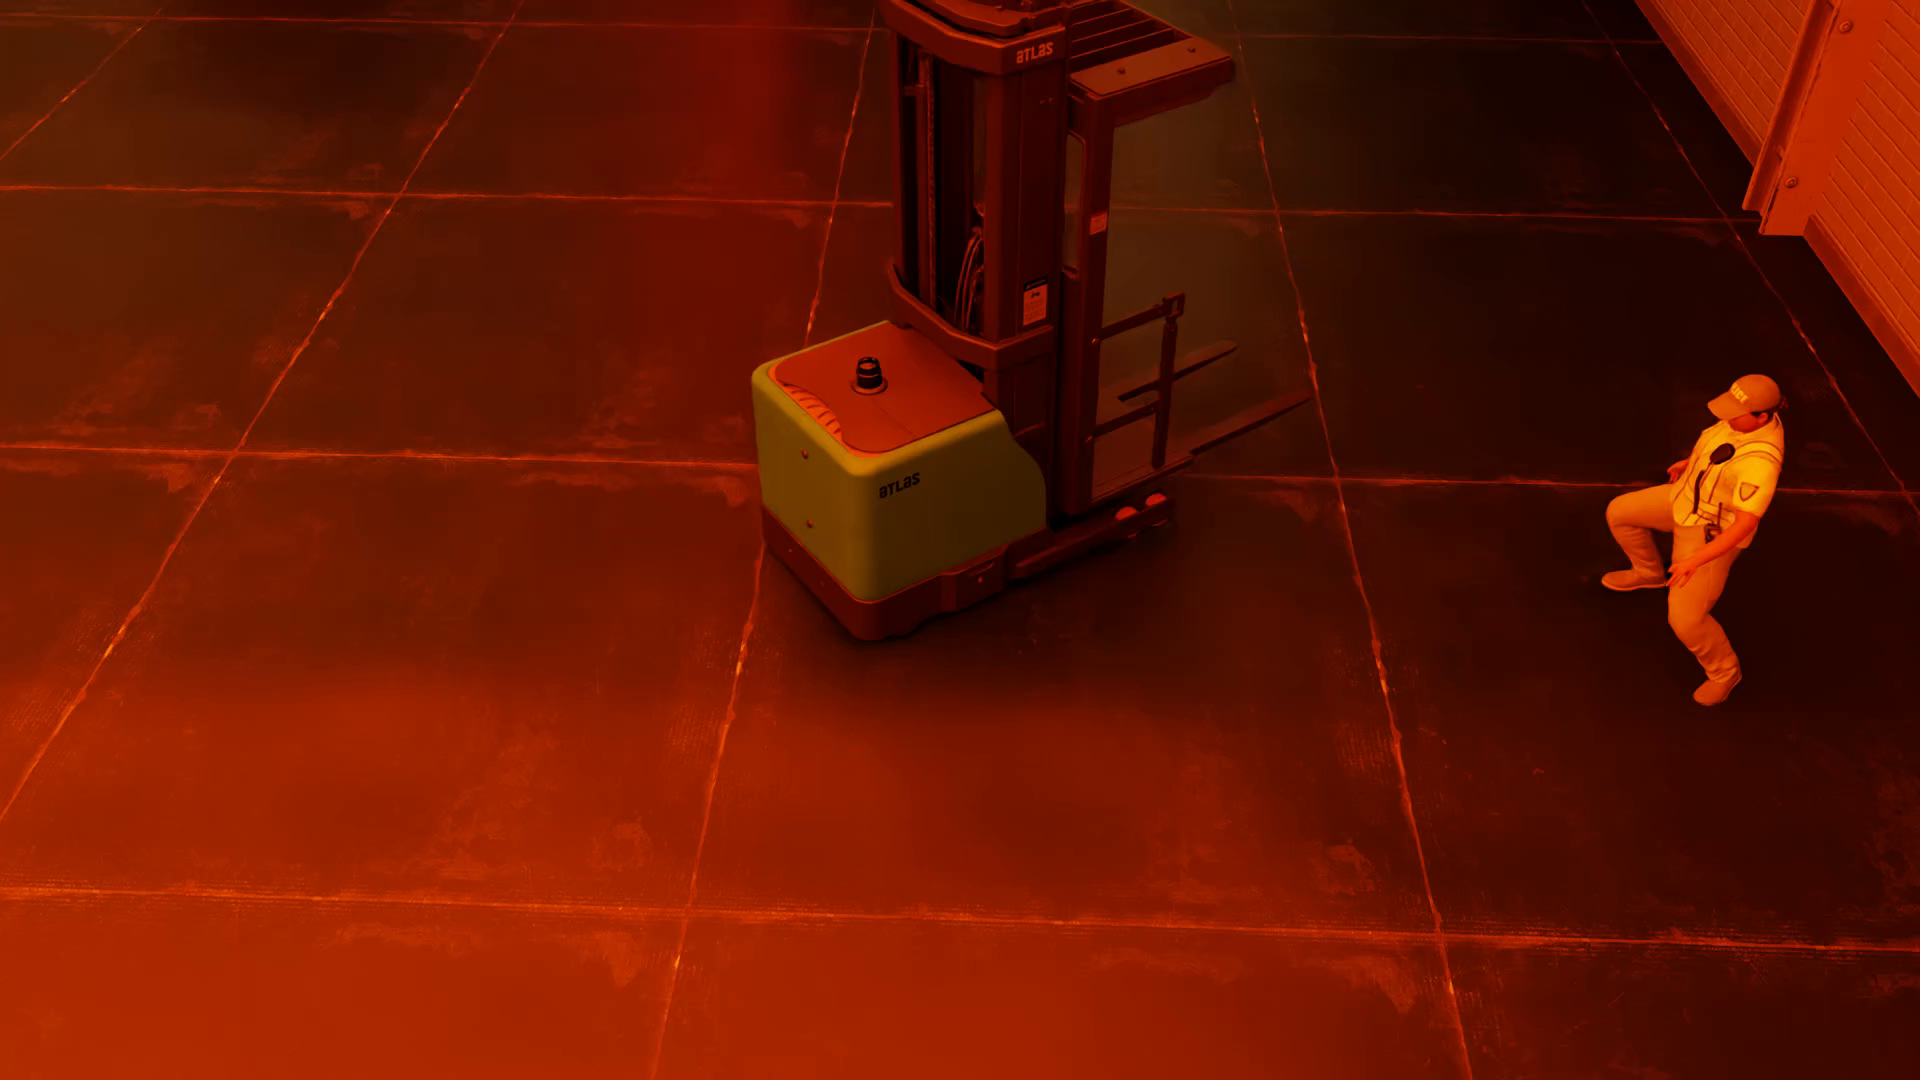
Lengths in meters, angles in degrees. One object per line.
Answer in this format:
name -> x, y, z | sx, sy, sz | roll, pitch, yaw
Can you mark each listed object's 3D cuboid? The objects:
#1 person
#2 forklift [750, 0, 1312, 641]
person -> 3.336, -0.089, 7.440 | 0.649, 1.552, 0.886 | 7, 40, 8
forklift -> 0.502, -1.393, 7.908 | 3.031, 2.935, 1.130 | -24, 45, -26
